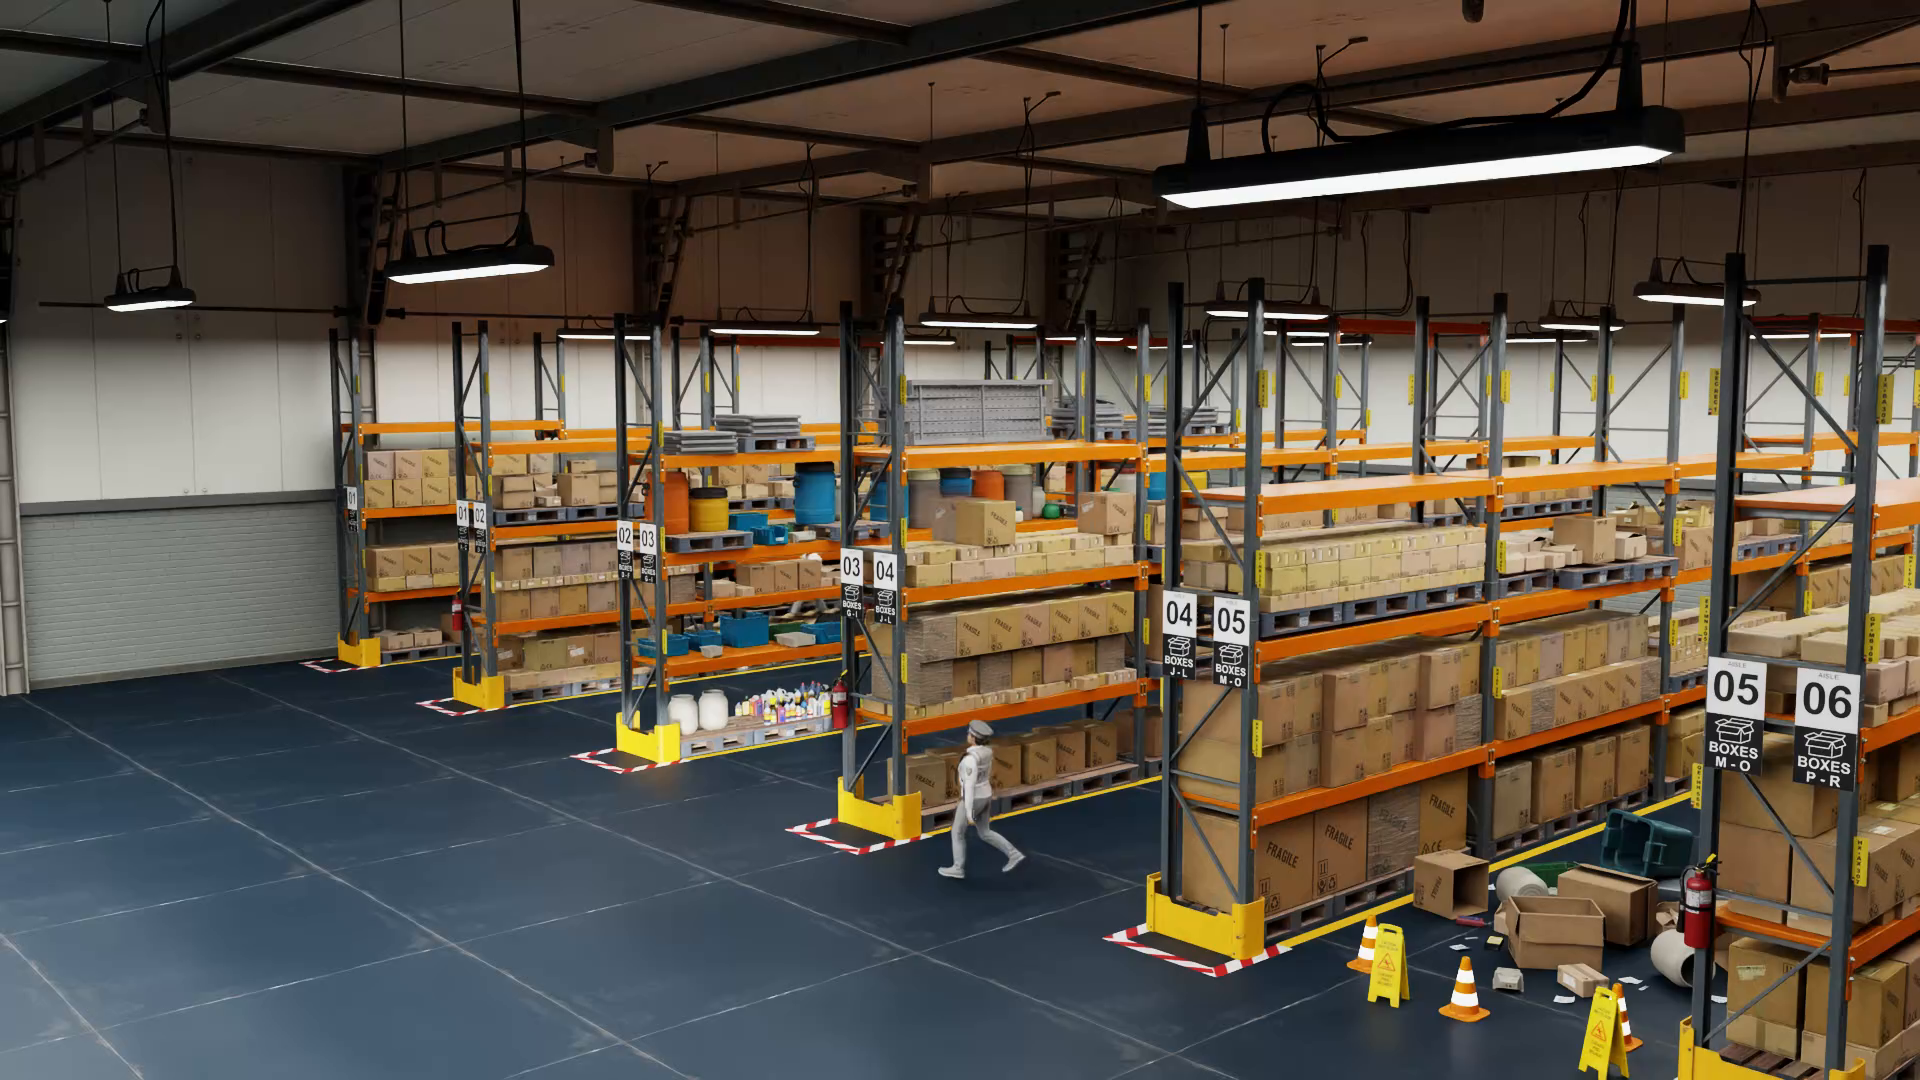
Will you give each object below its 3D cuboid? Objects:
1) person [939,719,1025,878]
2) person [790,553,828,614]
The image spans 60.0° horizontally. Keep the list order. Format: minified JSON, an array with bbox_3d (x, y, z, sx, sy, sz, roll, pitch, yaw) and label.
[{"bbox_3d":[0.206,2.650,16.987,0.887,1.653,0.484,2,6,21],"label":"person"},{"bbox_3d":[-3.148,0.893,34.266,0.658,1.707,1.143,5,8,43],"label":"person"}]
